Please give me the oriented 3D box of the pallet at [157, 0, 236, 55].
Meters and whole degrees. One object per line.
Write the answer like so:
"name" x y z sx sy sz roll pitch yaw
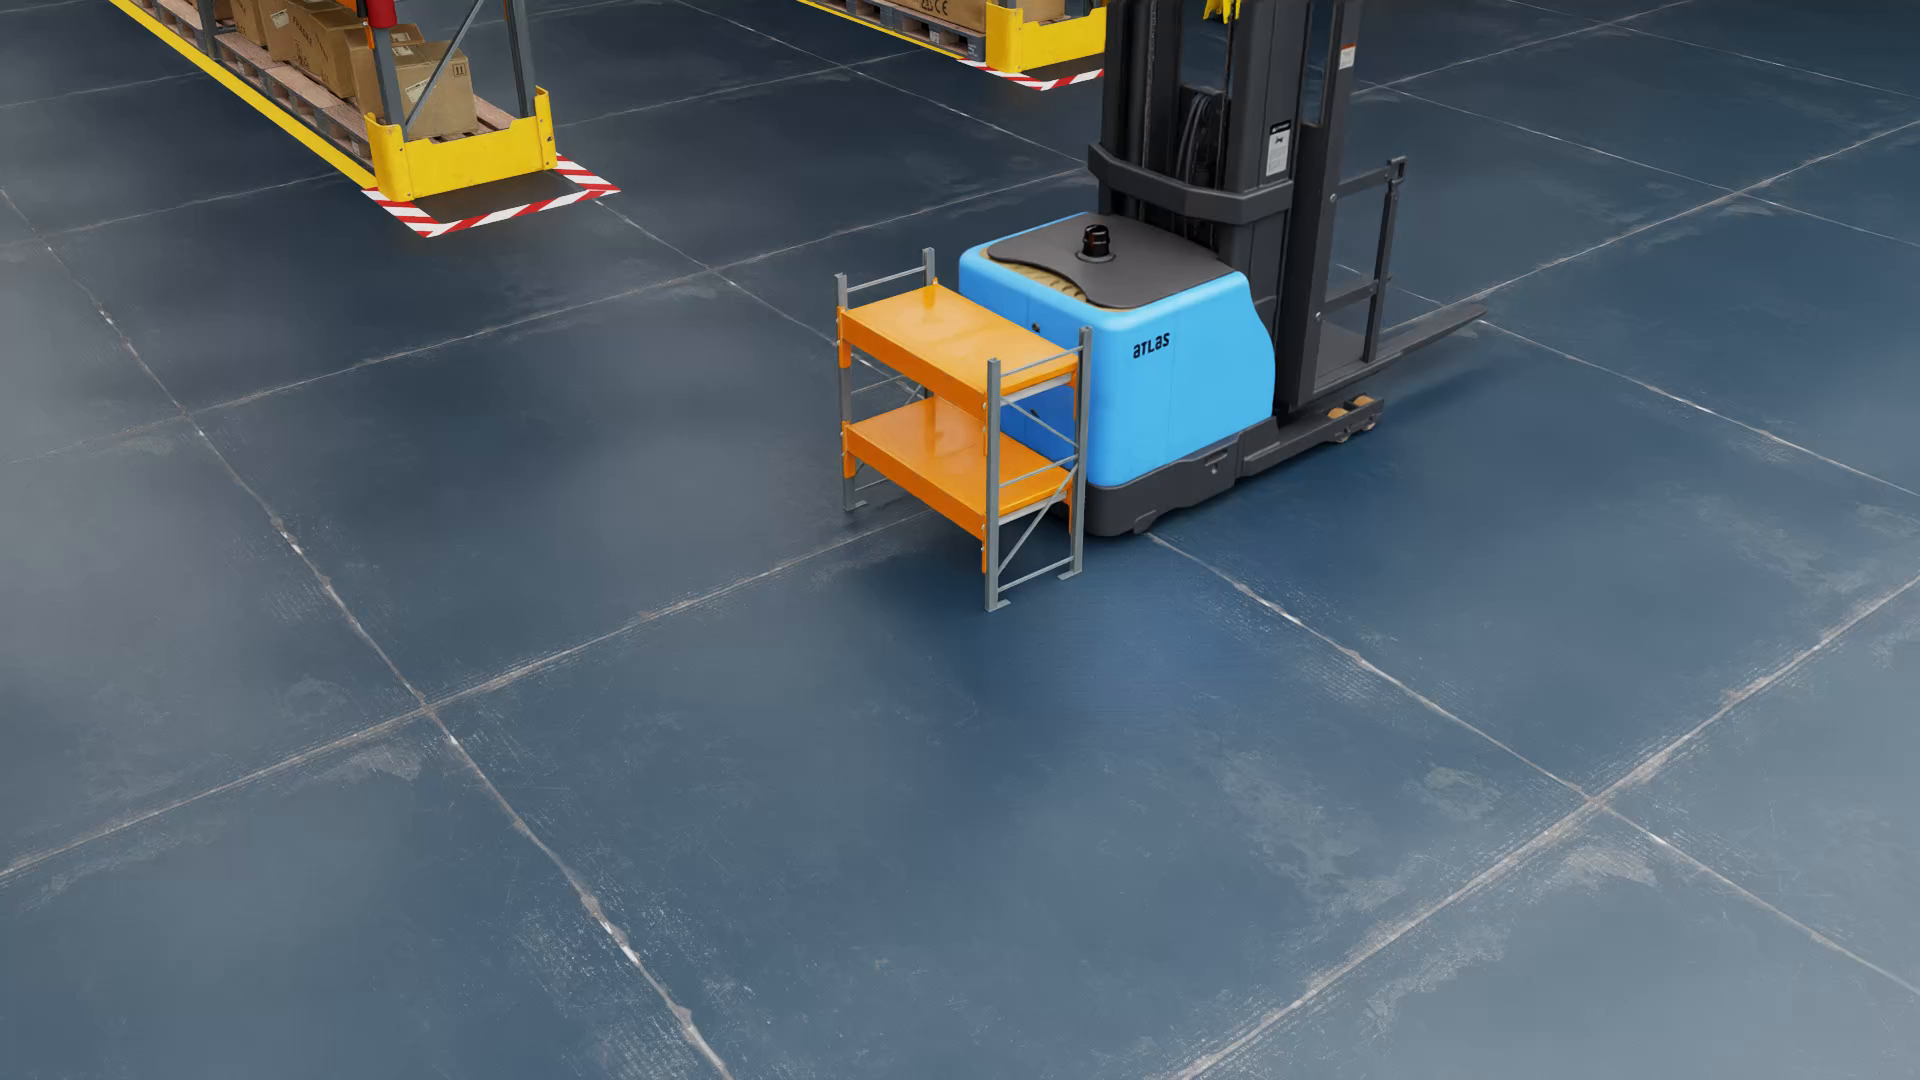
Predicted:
"pallet" -6.178 -4.484 14.270 1.003 0.211 1.213 -22 38 -31

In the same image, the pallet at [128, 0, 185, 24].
"pallet" -6.931 -4.993 15.089 1.003 0.211 1.213 -22 38 -31

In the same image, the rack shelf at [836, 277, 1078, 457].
"rack shelf" -0.004 -0.729 6.803 0.538 0.278 1.000 -22 38 -31

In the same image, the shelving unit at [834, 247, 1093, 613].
"shelving unit" -0.004 -0.481 6.958 0.538 1.125 1.048 -22 38 -31

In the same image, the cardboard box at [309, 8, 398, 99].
"cardboard box" -4.379 -3.565 12.118 0.500 0.500 0.500 -19 36 -27

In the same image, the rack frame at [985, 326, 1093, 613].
"rack frame" 0.308 -0.269 6.617 0.500 1.125 0.032 -22 38 -31

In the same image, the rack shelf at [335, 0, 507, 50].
"rack shelf" -4.473 -4.206 11.860 1.077 0.370 4.000 -22 38 -31

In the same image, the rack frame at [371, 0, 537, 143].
"rack frame" -3.247 -3.678 10.328 1.000 3.000 0.127 -22 38 -31

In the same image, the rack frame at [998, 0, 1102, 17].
"rack frame" 0.733 -5.240 12.844 1.000 3.000 0.127 -22 38 -31

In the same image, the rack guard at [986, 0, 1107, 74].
"rack guard" 0.748 -4.168 13.488 1.175 0.500 0.348 -22 38 -31

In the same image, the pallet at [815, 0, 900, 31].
"pallet" -0.563 -4.872 14.894 1.003 0.211 1.213 -22 38 -31

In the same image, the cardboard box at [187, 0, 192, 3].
"cardboard box" -6.337 -4.938 14.309 0.700 0.500 0.500 -23 38 -32

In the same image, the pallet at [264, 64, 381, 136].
"pallet" -4.508 -3.383 12.497 1.003 0.211 1.213 -22 38 -31

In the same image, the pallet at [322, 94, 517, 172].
"pallet" -3.764 -2.875 11.679 1.003 0.211 1.213 -22 38 -31

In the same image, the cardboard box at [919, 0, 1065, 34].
"cardboard box" 0.265 -4.777 13.715 0.875 0.875 0.875 -22 38 -31

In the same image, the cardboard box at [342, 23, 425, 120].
"cardboard box" -4.010 -3.298 11.688 0.500 0.500 0.500 -12 34 -19

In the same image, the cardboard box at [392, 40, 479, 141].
"cardboard box" -3.617 -3.060 11.305 0.500 0.500 0.500 -15 35 -23

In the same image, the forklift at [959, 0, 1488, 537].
"forklift" 1.431 -1.902 7.535 3.031 2.935 1.130 -24 39 -33

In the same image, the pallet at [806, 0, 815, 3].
"pallet" -1.315 -5.381 15.713 1.003 0.211 1.213 -22 38 -31

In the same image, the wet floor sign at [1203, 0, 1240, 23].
"wet floor sign" 2.315 -4.869 14.477 0.232 0.644 0.267 26 40 35

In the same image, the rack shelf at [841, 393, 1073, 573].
"rack shelf" -0.004 -0.273 7.087 0.538 0.278 1.000 -22 38 -31

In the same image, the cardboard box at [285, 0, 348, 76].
"cardboard box" -4.686 -3.812 12.516 0.500 0.500 0.500 -26 40 -35

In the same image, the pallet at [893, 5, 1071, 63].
"pallet" 0.181 -4.364 14.076 1.003 0.211 1.213 -22 38 -31

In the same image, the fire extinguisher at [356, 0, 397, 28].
"fire extinguisher" -3.541 -3.448 10.032 0.296 0.674 0.183 -22 38 -31

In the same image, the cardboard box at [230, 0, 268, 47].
"cardboard box" -5.486 -4.282 13.272 0.500 0.500 0.500 -24 39 -33

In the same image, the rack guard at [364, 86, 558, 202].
"rack guard" -3.294 -2.648 11.039 1.175 0.500 0.348 -22 38 -31

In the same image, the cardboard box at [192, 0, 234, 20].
"cardboard box" -6.059 -4.733 13.979 0.700 0.500 0.500 -26 40 -35

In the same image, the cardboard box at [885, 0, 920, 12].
"cardboard box" -0.276 -5.143 14.304 0.875 0.875 0.875 -23 39 -32

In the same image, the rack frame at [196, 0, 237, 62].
"rack frame" -5.700 -5.345 13.012 1.000 3.000 0.127 -22 38 -31

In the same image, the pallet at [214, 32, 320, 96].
"pallet" -5.260 -3.892 13.316 1.003 0.211 1.213 -22 38 -31

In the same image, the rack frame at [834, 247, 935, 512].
"rack frame" -0.316 -0.693 7.299 0.500 1.125 0.032 -22 38 -31

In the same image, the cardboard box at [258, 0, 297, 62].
"cardboard box" -5.129 -4.045 12.892 0.500 0.500 0.500 -11 33 -16
